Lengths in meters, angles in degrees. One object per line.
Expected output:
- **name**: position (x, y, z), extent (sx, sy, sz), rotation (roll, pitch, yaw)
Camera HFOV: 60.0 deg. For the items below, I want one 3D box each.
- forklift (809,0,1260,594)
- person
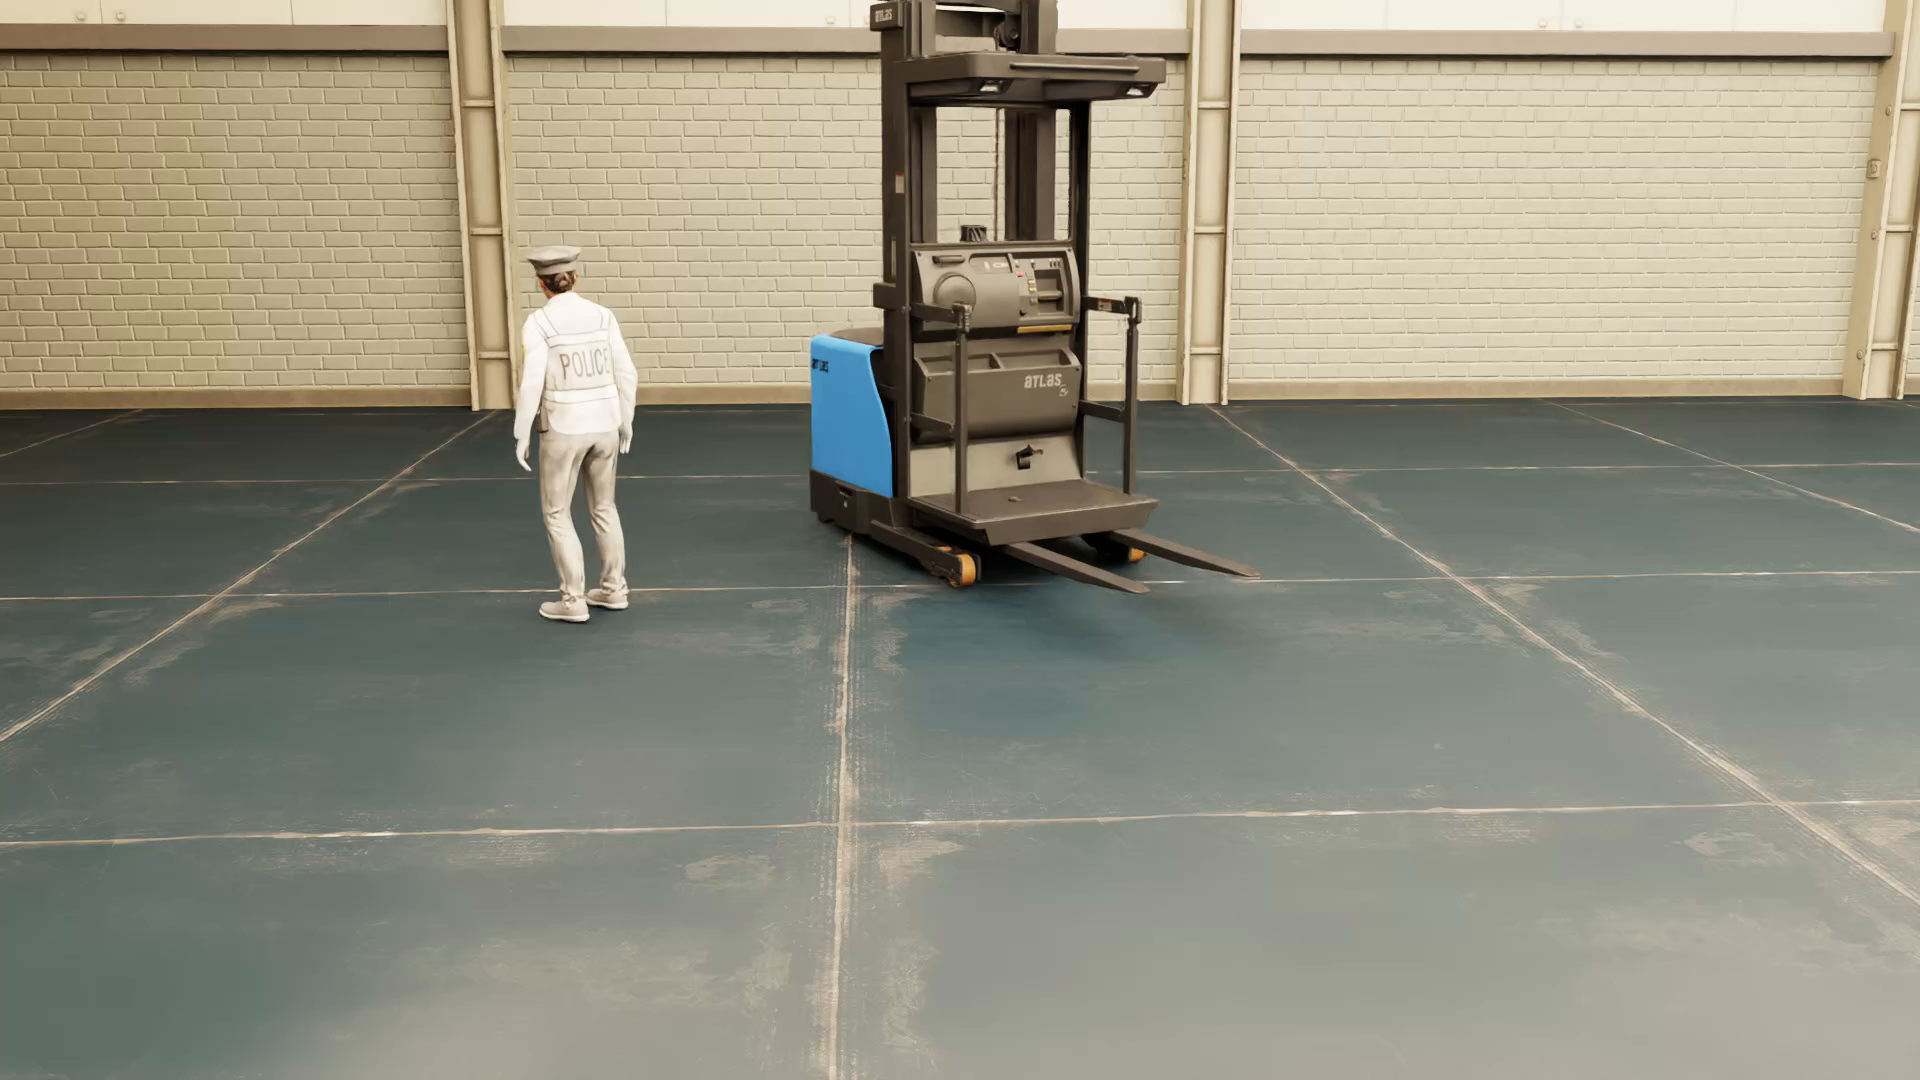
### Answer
- **forklift**: position (0.303, -1.313, 8.262), extent (1.130, 2.935, 3.031), rotation (-7, 15, -29)
- **person**: position (-1.722, -0.470, 7.422), extent (0.591, 1.657, 0.396), rotation (-12, 17, -42)
